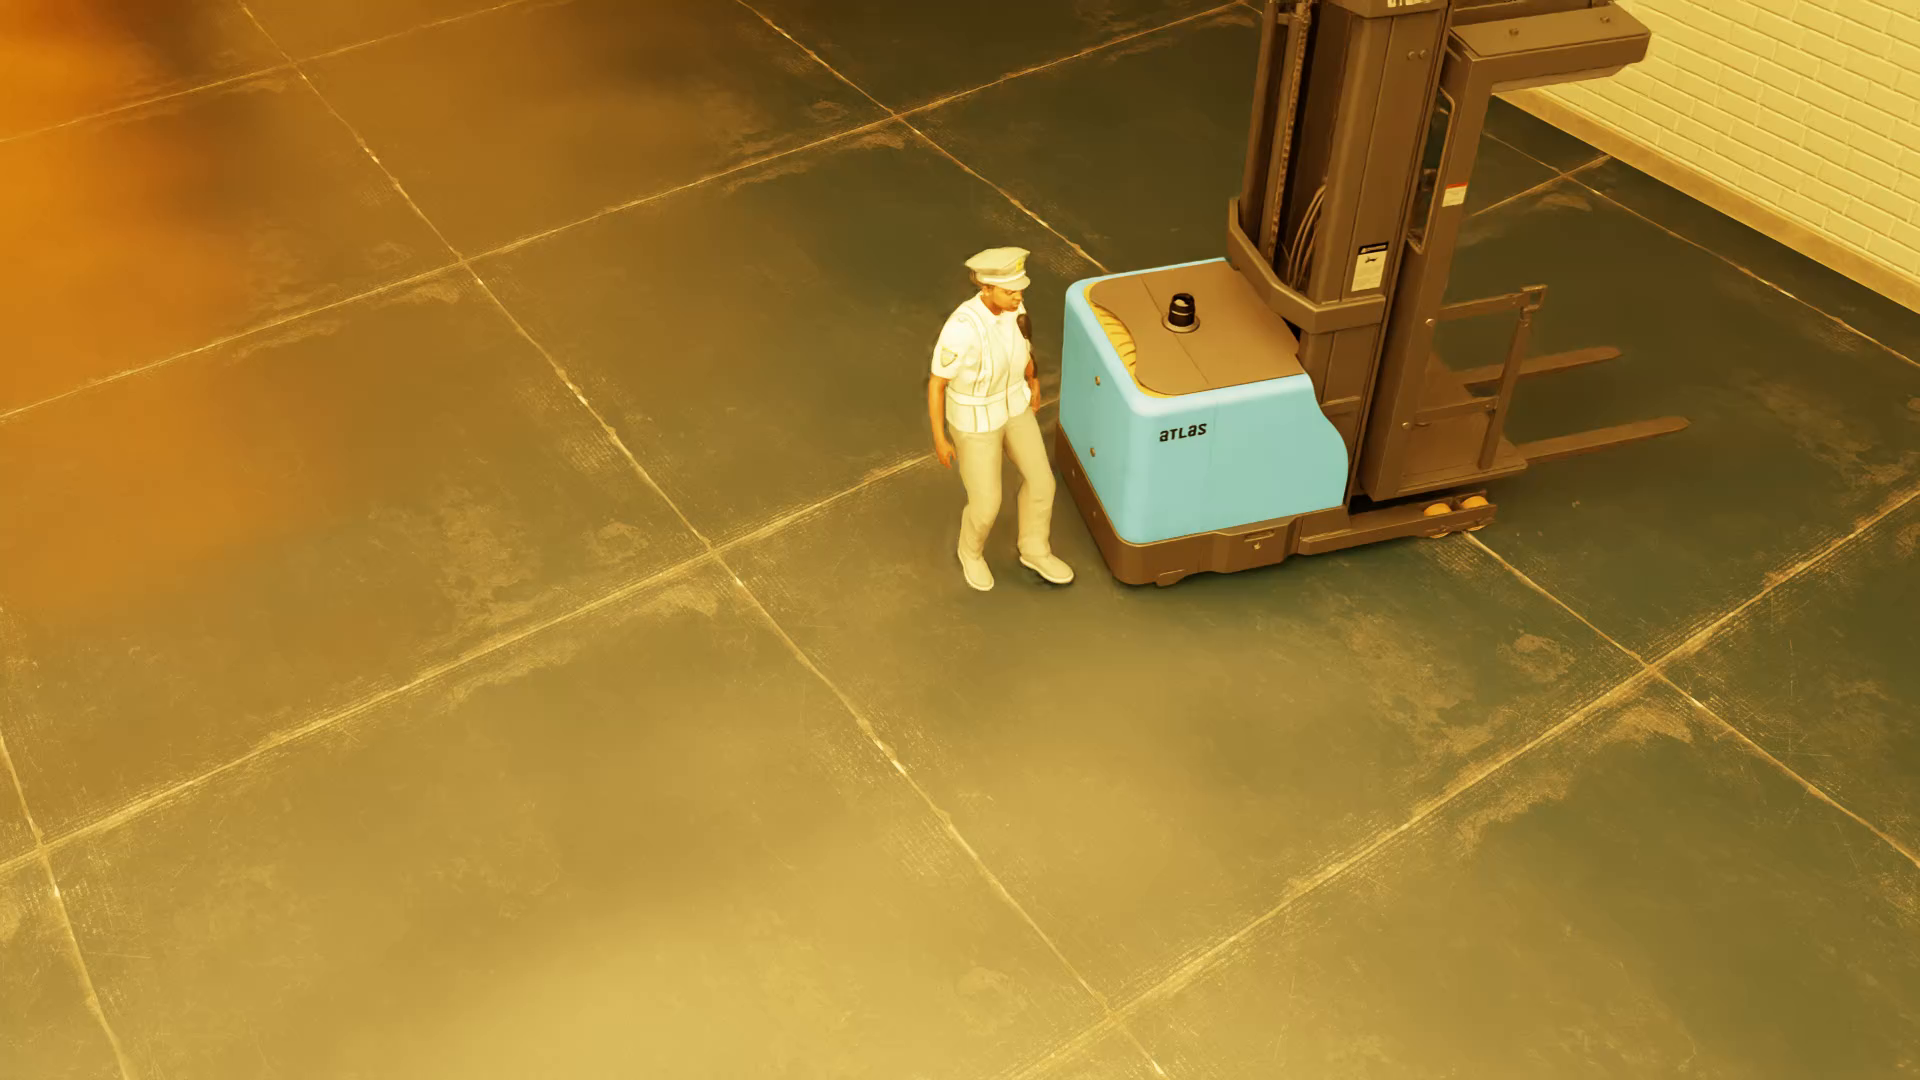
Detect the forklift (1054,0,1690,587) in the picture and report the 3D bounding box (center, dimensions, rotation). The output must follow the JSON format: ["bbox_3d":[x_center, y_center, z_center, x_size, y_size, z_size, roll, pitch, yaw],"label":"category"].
[{"bbox_3d":[2.041,-1.423,7.259,3.031,2.935,1.130,-11,44,-11],"label":"forklift"}]

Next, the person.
[{"bbox_3d":[0.219,-0.483,7.196,0.660,1.650,0.613,-33,52,-31],"label":"person"}]
